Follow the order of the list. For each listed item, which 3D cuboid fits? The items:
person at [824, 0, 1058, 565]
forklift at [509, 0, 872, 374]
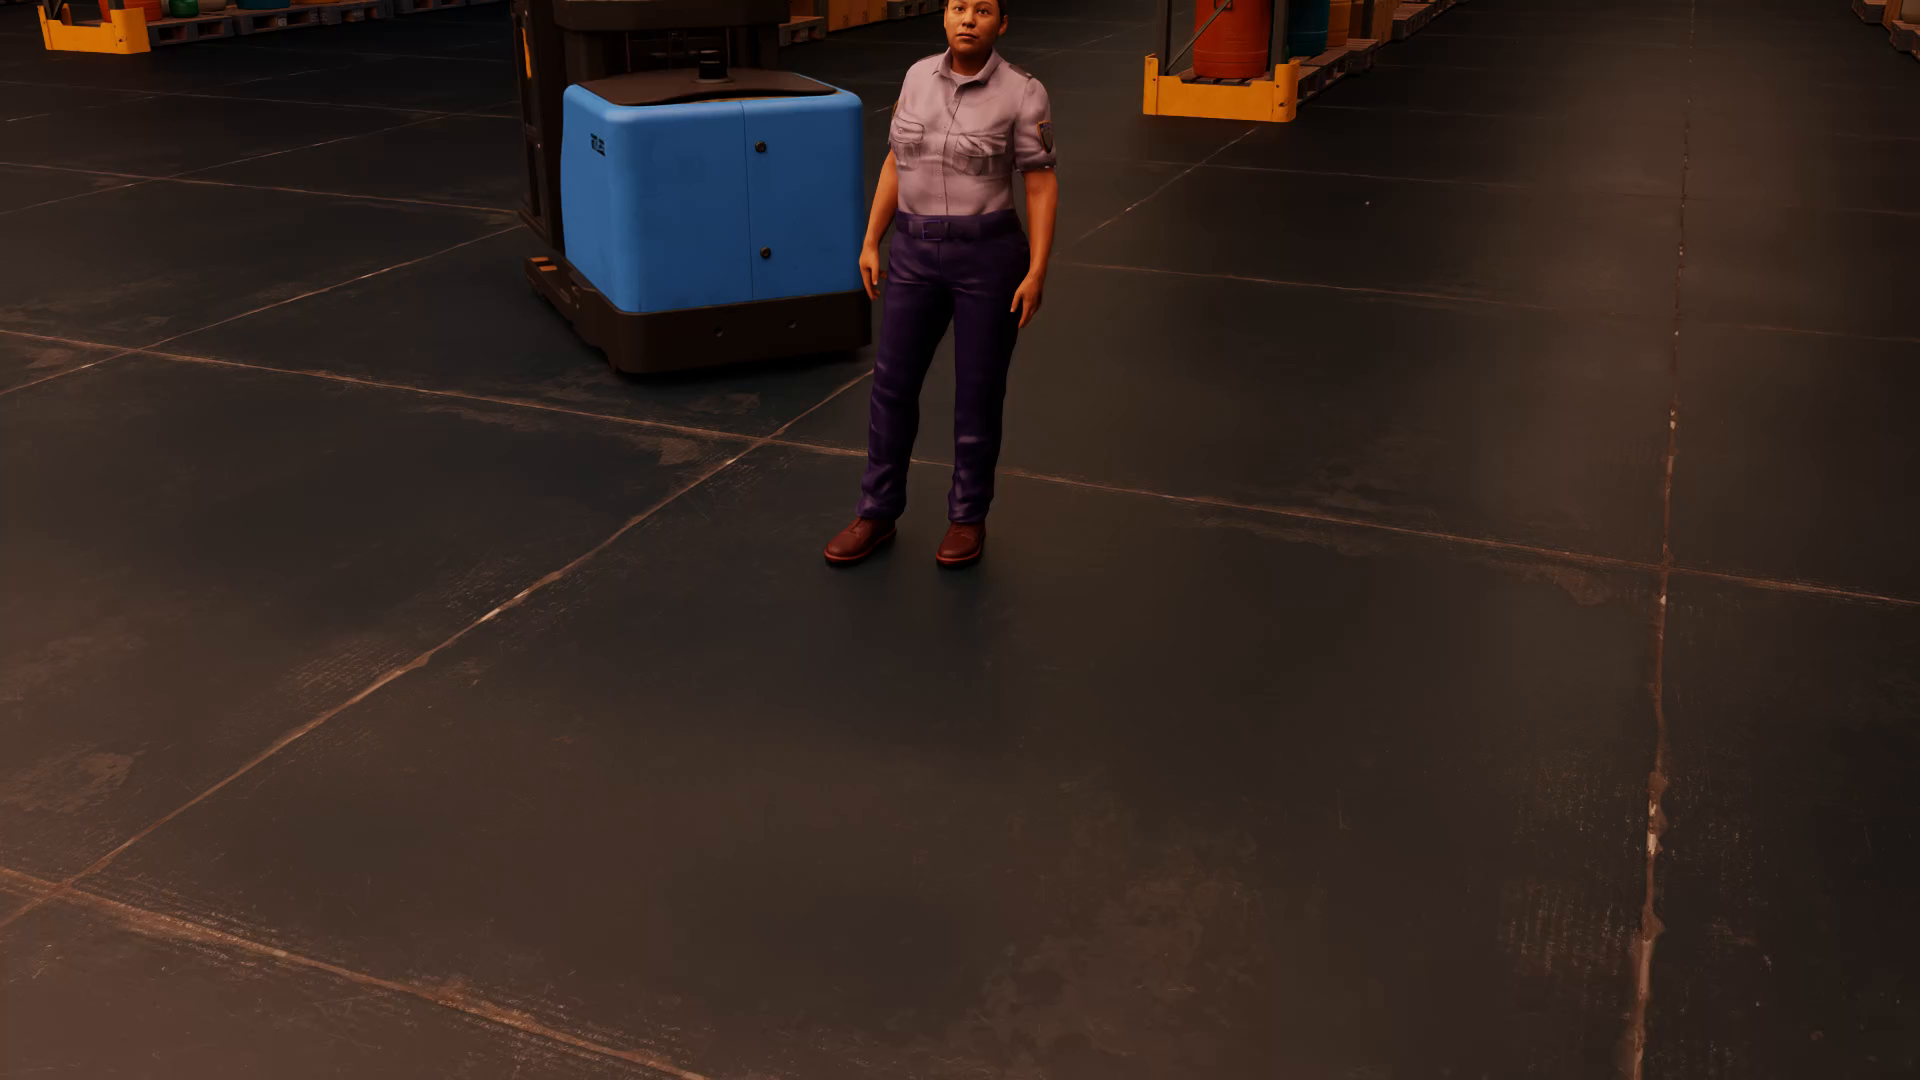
[{"bbox_3d":[-0.055,-0.739,4.704,0.598,1.651,0.503,9,24,21],"label":"person"},{"bbox_3d":[-1.430,-2.530,7.345,1.130,2.935,3.031,-10,25,-22],"label":"forklift"}]
